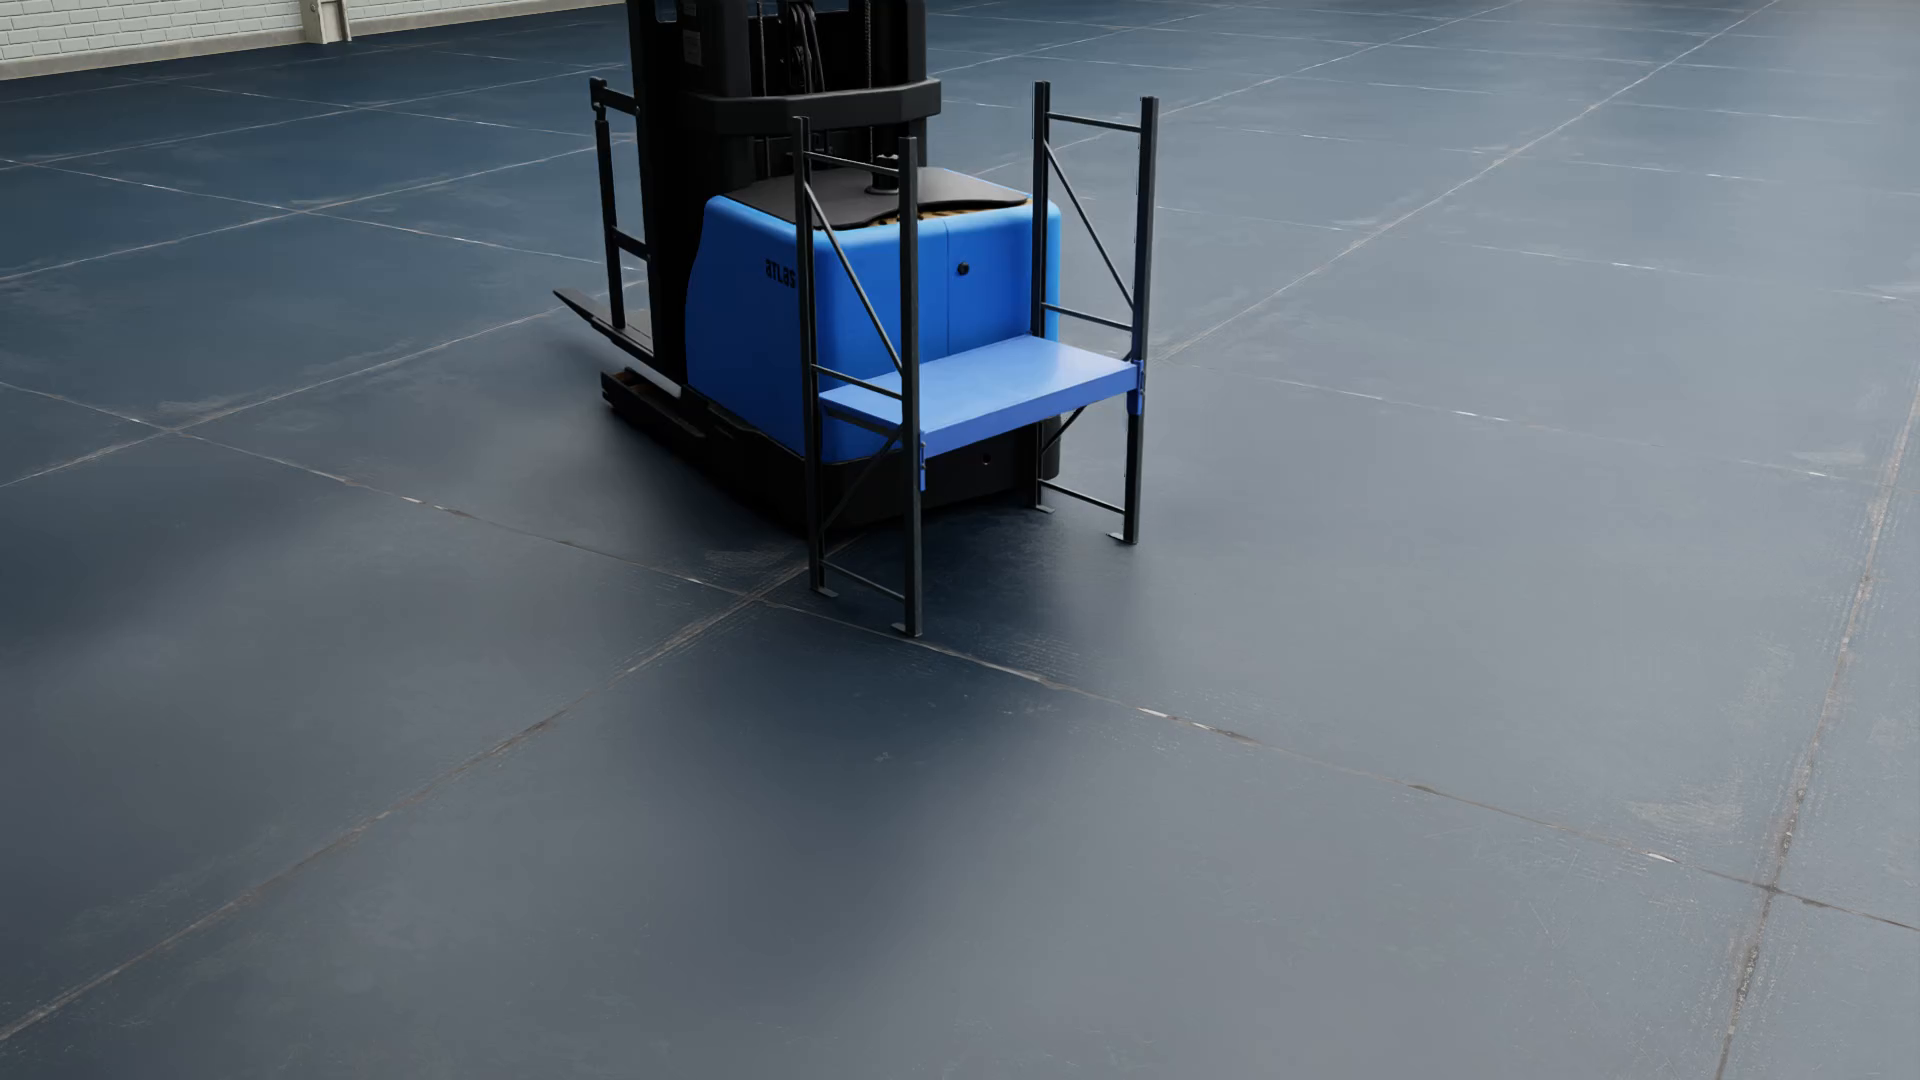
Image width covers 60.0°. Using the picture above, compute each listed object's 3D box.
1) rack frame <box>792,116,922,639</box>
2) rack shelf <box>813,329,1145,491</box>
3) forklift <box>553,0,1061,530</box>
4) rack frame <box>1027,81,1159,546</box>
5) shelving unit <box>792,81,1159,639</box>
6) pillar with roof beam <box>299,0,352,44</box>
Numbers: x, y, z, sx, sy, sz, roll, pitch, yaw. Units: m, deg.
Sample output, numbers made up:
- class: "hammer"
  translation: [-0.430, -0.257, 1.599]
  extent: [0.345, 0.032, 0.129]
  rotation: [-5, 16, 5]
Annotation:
- class: "rack frame"
  translation: [-0.300, -0.462, 4.930]
  extent: [0.032, 1.500, 0.500]
  rotation: [-21, 31, -40]
- class: "rack shelf"
  translation: [0.064, -0.438, 5.327]
  extent: [1.000, 0.185, 0.538]
  rotation: [-21, 31, -40]
- class: "forklift"
  translation: [-0.851, -1.913, 6.480]
  extent: [1.130, 2.935, 3.031]
  rotation: [-14, 27, -30]
- class: "rack frame"
  translation: [0.429, -0.744, 5.580]
  extent: [0.032, 1.500, 0.500]
  rotation: [-21, 31, -40]
- class: "shelving unit"
  translation: [0.064, -0.603, 5.255]
  extent: [1.048, 1.500, 0.538]
  rotation: [-21, 31, -40]
- class: "pillar with roof beam"
  translation: [-3.453, -8.843, 14.850]
  extent: [9.100, 9.000, 0.400]
  rotation: [14, 27, 29]
